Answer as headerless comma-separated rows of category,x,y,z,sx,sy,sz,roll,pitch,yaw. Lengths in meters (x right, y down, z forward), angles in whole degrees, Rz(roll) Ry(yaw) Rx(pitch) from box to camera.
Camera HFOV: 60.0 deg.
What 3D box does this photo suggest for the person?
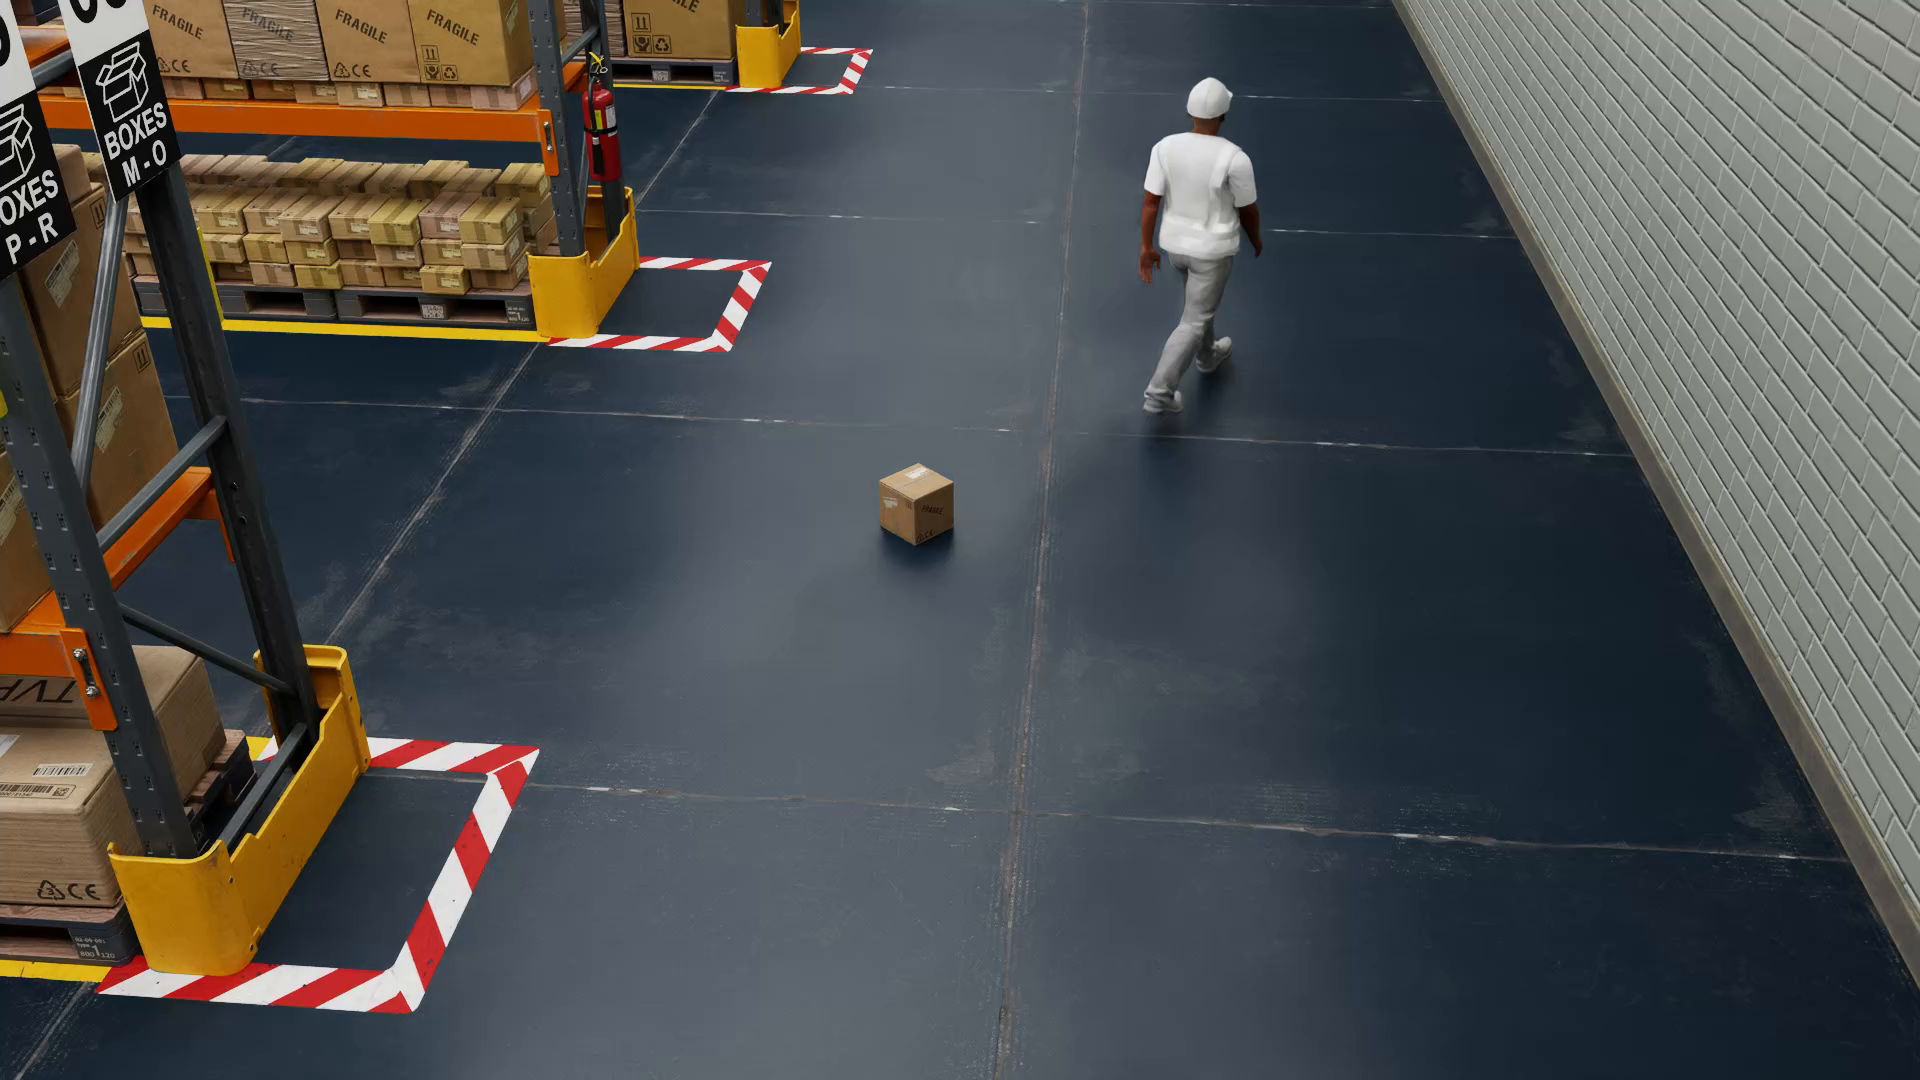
person,1.254,-1.532,8.595,0.558,1.723,1.071,24,39,34
